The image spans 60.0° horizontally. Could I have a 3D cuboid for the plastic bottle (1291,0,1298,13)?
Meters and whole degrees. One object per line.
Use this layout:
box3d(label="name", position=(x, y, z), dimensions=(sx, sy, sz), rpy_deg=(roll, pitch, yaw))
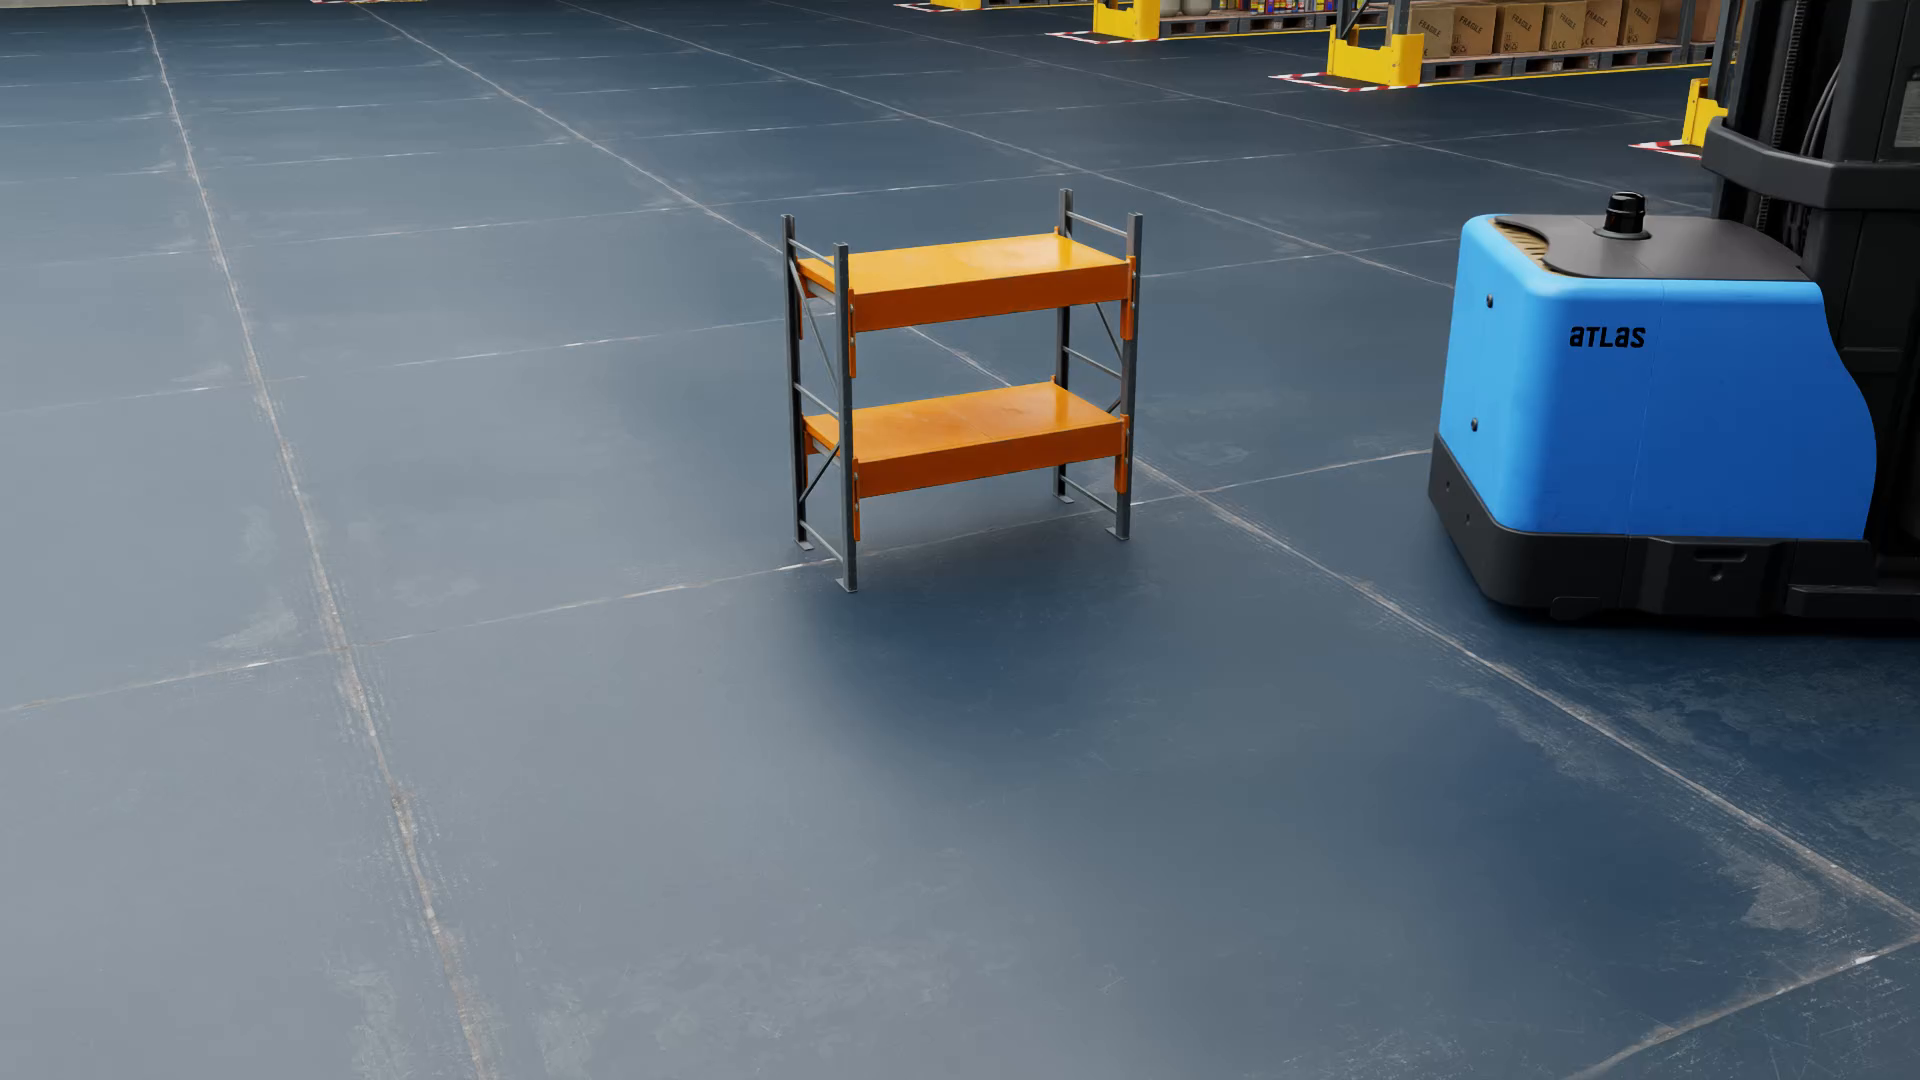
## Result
box3d(label="plastic bottle", position=(4.447, -7.148, 22.087), dimensions=(0.097, 0.271, 0.097), rpy_deg=(0, 22, 0))

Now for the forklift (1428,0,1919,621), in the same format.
box3d(label="forklift", position=(3.161, -1.252, 4.942), dimensions=(3.031, 2.935, 1.130), rpy_deg=(1, 23, 3))

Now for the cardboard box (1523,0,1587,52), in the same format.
box3d(label="cardboard box", position=(6.433, -5.620, 18.124), dimensions=(0.500, 0.500, 0.500), rpy_deg=(-13, 26, -28))

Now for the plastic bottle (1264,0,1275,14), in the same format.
box3d(label="plastic bottle", position=(4.077, -7.077, 21.902), dimensions=(0.133, 0.283, 0.061), rpy_deg=(-10, 25, -23))

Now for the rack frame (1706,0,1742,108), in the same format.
box3d(label="rack frame", position=(6.304, -4.471, 12.630), dimensions=(0.127, 3.000, 1.000), rpy_deg=(-10, 25, -24))

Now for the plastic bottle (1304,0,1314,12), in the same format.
box3d(label="plastic bottle", position=(4.633, -7.196, 22.197), dimensions=(0.135, 0.276, 0.152), rpy_deg=(-10, 24, -23))

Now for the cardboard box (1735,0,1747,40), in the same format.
box3d(label="cardboard box", position=(8.849, -6.076, 19.201), dimensions=(0.500, 0.500, 0.700), rpy_deg=(-11, 25, -24))

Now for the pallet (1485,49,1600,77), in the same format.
box3d(label="pallet", position=(6.158, -5.245, 18.145), dimensions=(1.213, 0.211, 1.003), rpy_deg=(-10, 25, -24))

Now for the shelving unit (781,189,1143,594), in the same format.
box3d(label="shelving unit", position=(0.006, -0.521, 5.538), dimensions=(1.048, 1.125, 0.538), rpy_deg=(-10, 25, -24))

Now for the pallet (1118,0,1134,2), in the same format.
box3d(label="pallet", position=(2.821, -8.870, 26.902), dimensions=(1.213, 0.211, 1.003), rpy_deg=(-10, 25, -24))

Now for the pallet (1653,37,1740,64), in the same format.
box3d(label="pallet", position=(8.549, -5.702, 19.250), dimensions=(1.213, 0.211, 1.003), rpy_deg=(-10, 25, -24))

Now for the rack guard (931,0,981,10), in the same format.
box3d(label="rack guard", position=(-0.070, -8.453, 25.518), dimensions=(0.348, 0.500, 1.175), rpy_deg=(-10, 25, -24))

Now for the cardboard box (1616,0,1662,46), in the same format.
box3d(label="cardboard box", position=(7.471, -5.848, 18.674), dimensions=(0.500, 0.500, 0.500), rpy_deg=(-11, 25, -25))

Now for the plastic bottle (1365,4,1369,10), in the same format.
box3d(label="plastic bottle", position=(5.509, -7.311, 22.573), dimensions=(0.097, 0.201, 0.097), rpy_deg=(0, 22, 0))

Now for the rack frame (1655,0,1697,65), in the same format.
box3d(label="rack frame", position=(7.849, -6.861, 18.403), dimensions=(0.127, 3.000, 1.000), rpy_deg=(-10, 25, -24))

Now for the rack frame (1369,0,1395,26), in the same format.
box3d(label="rack frame", position=(5.700, -8.568, 22.527), dimensions=(0.127, 3.000, 1.000), rpy_deg=(-10, 25, -24))

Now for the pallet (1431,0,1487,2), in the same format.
box3d(label="pallet", position=(7.492, -7.627, 23.900), dimensions=(1.213, 0.211, 1.003), rpy_deg=(-10, 25, -24))

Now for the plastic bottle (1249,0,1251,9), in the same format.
box3d(label="plastic bottle", position=(3.925, -7.360, 22.595), dimensions=(0.135, 0.276, 0.152), rpy_deg=(-11, 25, -25))

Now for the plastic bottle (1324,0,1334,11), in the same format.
box3d(label="plastic bottle", position=(4.943, -7.237, 22.287), dimensions=(0.133, 0.283, 0.061), rpy_deg=(-9, 24, -20))

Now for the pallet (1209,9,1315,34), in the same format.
box3d(label="pallet", position=(3.976, -6.979, 22.333), dimensions=(1.213, 0.211, 1.003), rpy_deg=(-10, 25, -24))

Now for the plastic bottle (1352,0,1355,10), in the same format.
box3d(label="plastic bottle", position=(5.245, -7.341, 22.451), dimensions=(0.185, 0.351, 0.144), rpy_deg=(-11, 25, -25))

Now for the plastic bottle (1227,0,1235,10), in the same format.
box3d(label="plastic bottle", position=(3.658, -7.334, 22.522), dimensions=(0.133, 0.283, 0.061), rpy_deg=(-10, 24, -22))

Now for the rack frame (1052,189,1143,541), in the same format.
box3d(label="rack frame", position=(0.464, -0.605, 5.741), dimensions=(0.032, 1.125, 0.500), rpy_deg=(-10, 25, -24))

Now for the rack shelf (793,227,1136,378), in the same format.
box3d(label="rack shelf", position=(0.006, -0.791, 5.426), dimensions=(1.000, 0.278, 0.538), rpy_deg=(-10, 25, -24))

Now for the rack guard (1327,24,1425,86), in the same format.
box3d(label="rack guard", position=(4.313, -5.055, 17.309), dimensions=(0.348, 0.500, 1.175), rpy_deg=(-10, 25, -24))

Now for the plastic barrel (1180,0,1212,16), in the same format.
box3d(label="plastic barrel", position=(3.108, -7.168, 21.848), dimensions=(0.421, 0.512, 0.421), rpy_deg=(0, 22, 0))

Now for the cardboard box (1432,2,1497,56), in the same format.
box3d(label="cardboard box", position=(5.338, -5.445, 17.702), dimensions=(0.500, 0.500, 0.500), rpy_deg=(-4, 23, -10))

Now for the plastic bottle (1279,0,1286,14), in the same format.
box3d(label="plastic bottle", position=(4.264, -7.114, 22.006), dimensions=(0.097, 0.271, 0.097), rpy_deg=(0, 22, 0))

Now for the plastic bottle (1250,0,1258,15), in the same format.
box3d(label="plastic bottle", position=(3.865, -7.041, 21.829), dimensions=(0.097, 0.271, 0.097), rpy_deg=(0, 22, 0))

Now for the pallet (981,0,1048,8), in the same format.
box3d(label="pallet", position=(0.622, -8.465, 25.924), dimensions=(1.213, 0.211, 1.003), rpy_deg=(-10, 25, -24))
